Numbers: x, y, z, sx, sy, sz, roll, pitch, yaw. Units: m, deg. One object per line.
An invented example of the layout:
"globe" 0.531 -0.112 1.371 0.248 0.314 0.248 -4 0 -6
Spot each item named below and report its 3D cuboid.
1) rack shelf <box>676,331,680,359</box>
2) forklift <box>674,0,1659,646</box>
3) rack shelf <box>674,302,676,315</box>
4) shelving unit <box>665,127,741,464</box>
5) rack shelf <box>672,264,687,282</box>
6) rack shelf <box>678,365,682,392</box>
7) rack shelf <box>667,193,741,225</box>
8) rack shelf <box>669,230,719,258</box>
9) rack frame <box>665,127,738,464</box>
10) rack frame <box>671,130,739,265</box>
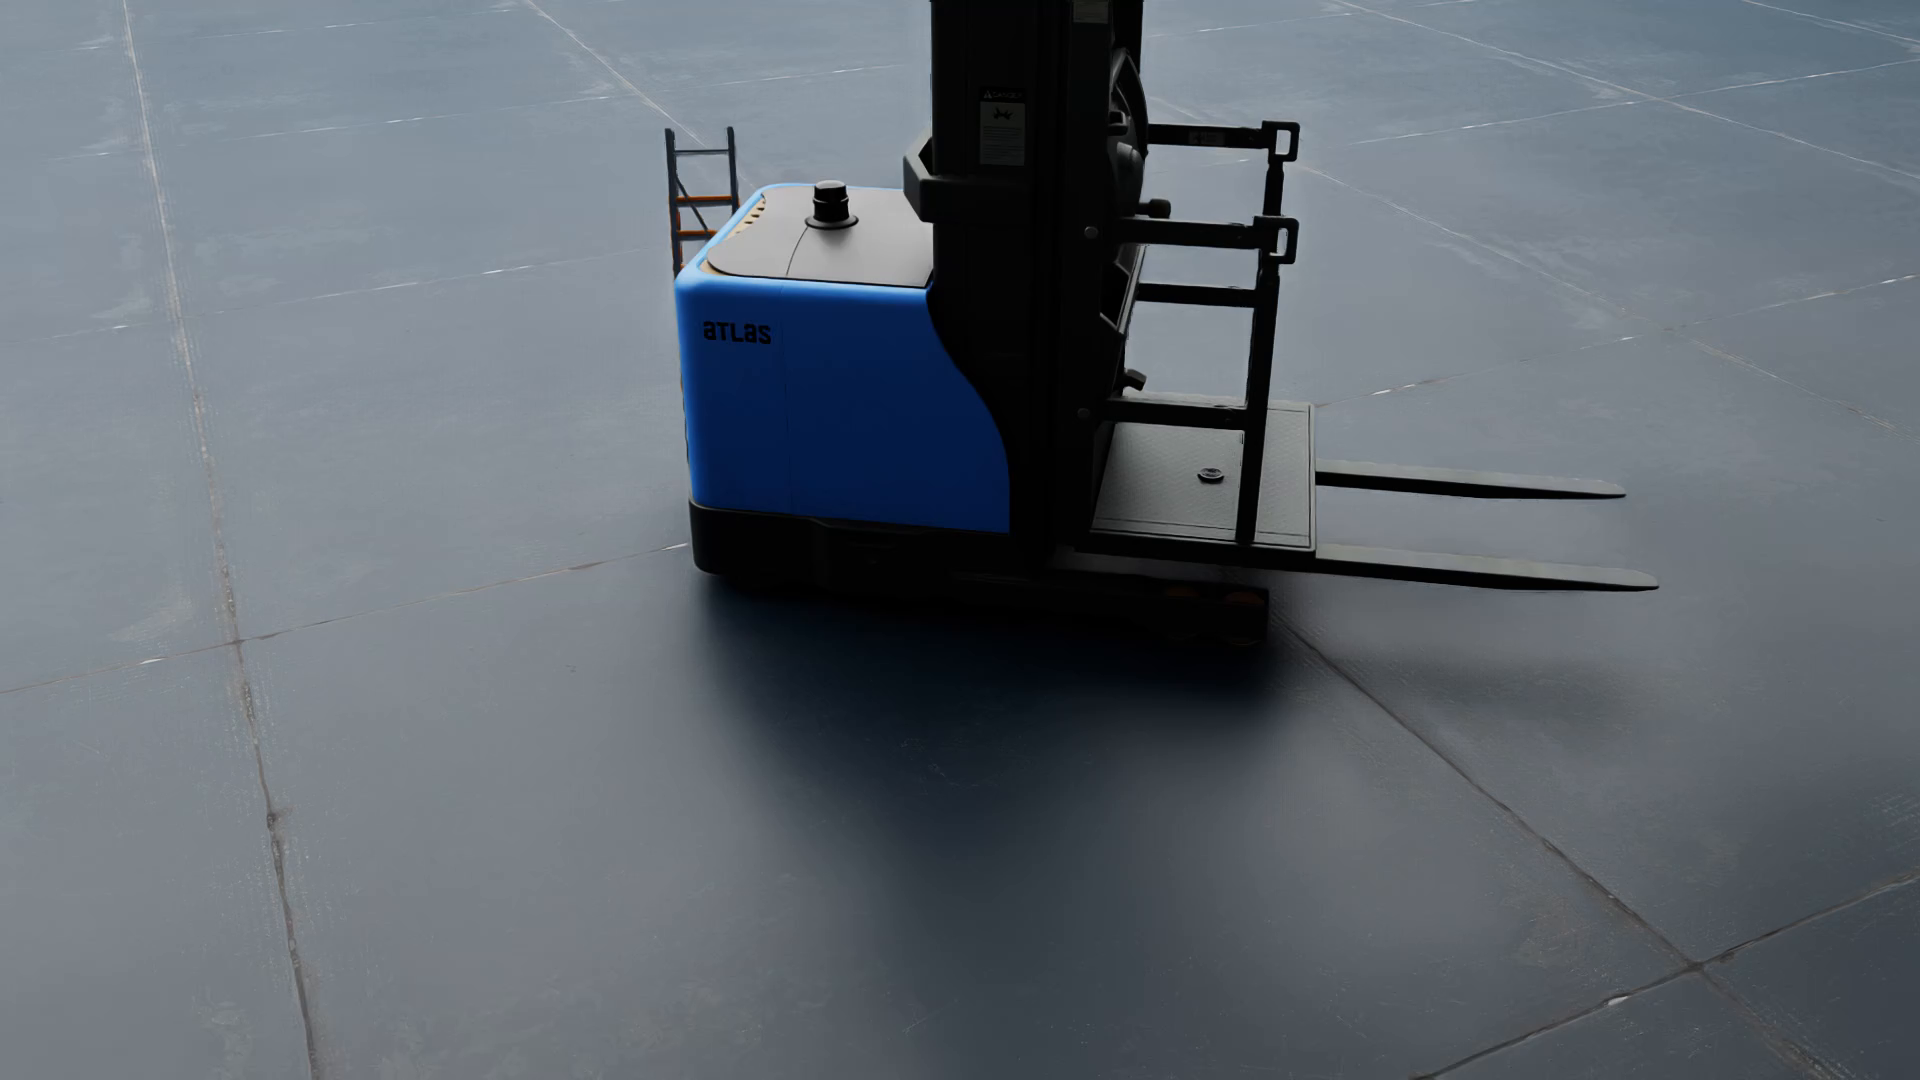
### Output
"rack shelf" -0.911 -0.733 6.147 0.258 0.103 0.180 -3 11 -5
"forklift" 0.688 -1.232 4.951 3.031 2.935 1.130 5 30 9
"rack shelf" -0.915 -0.850 6.125 0.258 0.103 0.180 -3 11 -5
"shelving unit" -0.917 -0.894 6.117 0.258 1.200 0.189 -3 11 -5
"rack shelf" -0.919 -0.968 6.103 0.258 0.103 0.180 -3 11 -5
"rack shelf" -0.906 -0.615 6.170 0.258 0.103 0.180 -3 11 -5
"rack shelf" -0.928 -1.204 6.058 0.258 0.103 0.180 -3 11 -5
"rack shelf" -0.923 -1.086 6.081 0.258 0.103 0.180 -3 11 -5
"rack frame" -0.908 -0.878 6.027 0.240 1.200 0.006 -3 11 -5
"rack frame" -0.925 -0.911 6.207 0.240 1.200 0.006 -3 11 -5
